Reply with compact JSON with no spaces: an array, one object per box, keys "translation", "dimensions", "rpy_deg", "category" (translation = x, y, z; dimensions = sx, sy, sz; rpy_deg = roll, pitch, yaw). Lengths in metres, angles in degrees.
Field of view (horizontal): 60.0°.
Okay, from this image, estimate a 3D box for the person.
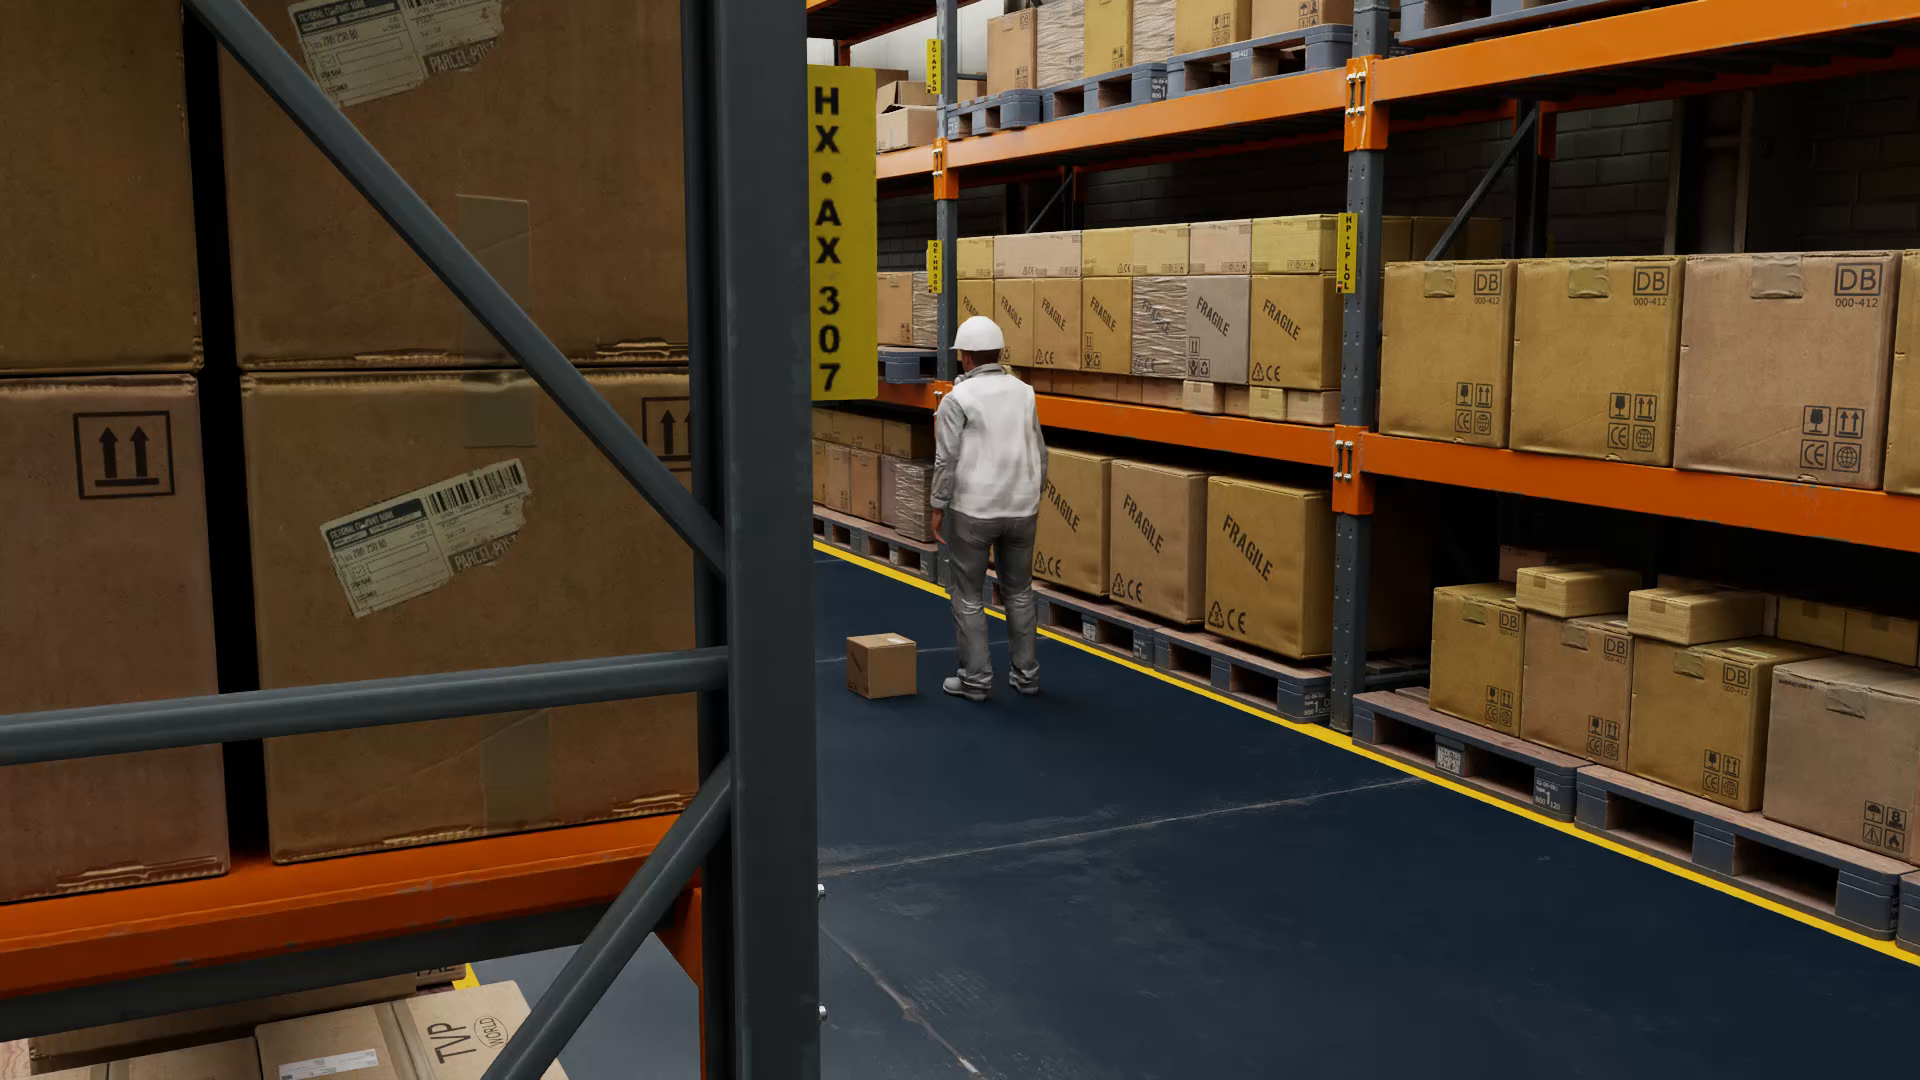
[{"translation":[0.134,-0.149,7.749],"dimensions":[0.589,1.772,0.462],"rpy_deg":[-4,9,-26],"category":"person"}]
